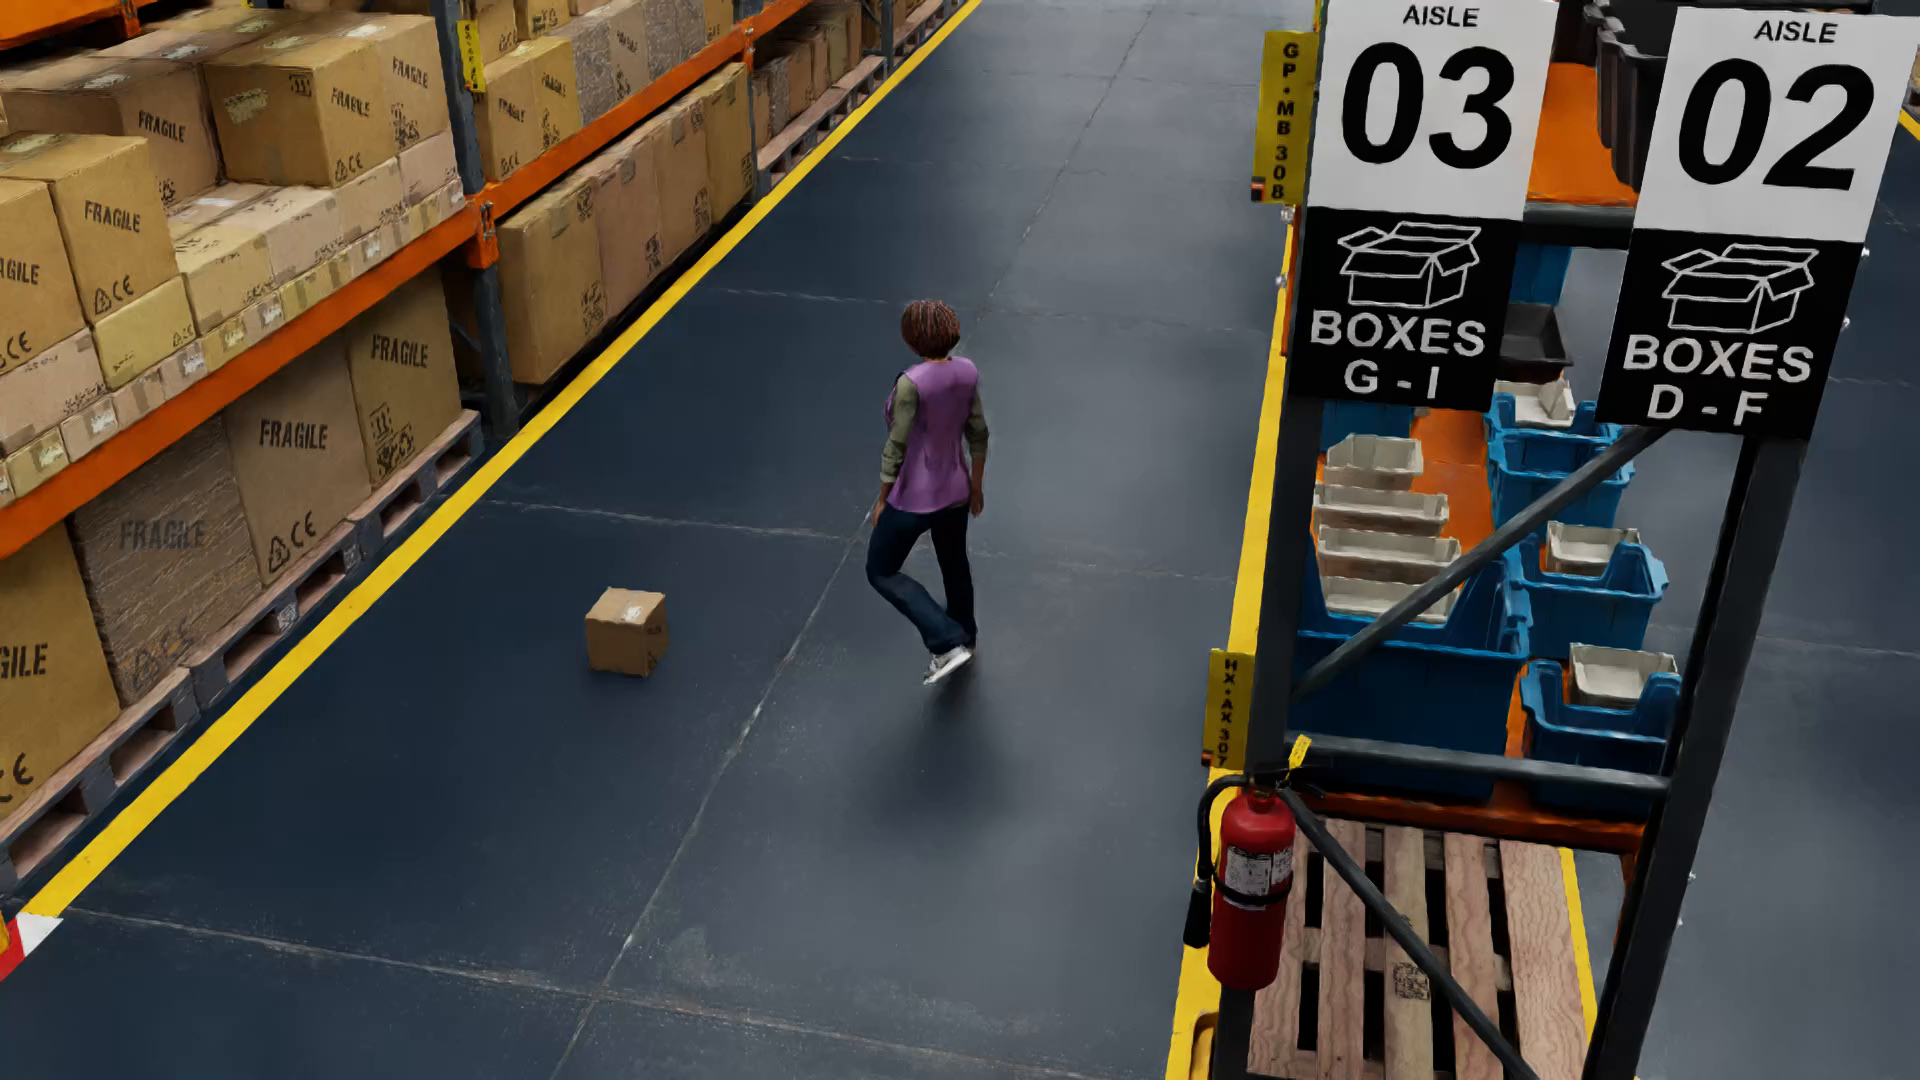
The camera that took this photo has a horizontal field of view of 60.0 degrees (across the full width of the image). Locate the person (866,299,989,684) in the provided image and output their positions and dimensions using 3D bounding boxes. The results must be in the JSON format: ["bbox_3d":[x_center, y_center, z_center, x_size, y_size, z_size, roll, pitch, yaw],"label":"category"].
[{"bbox_3d":[-0.056,-0.157,6.380,0.560,1.594,0.498,-25,38,-37],"label":"person"}]
